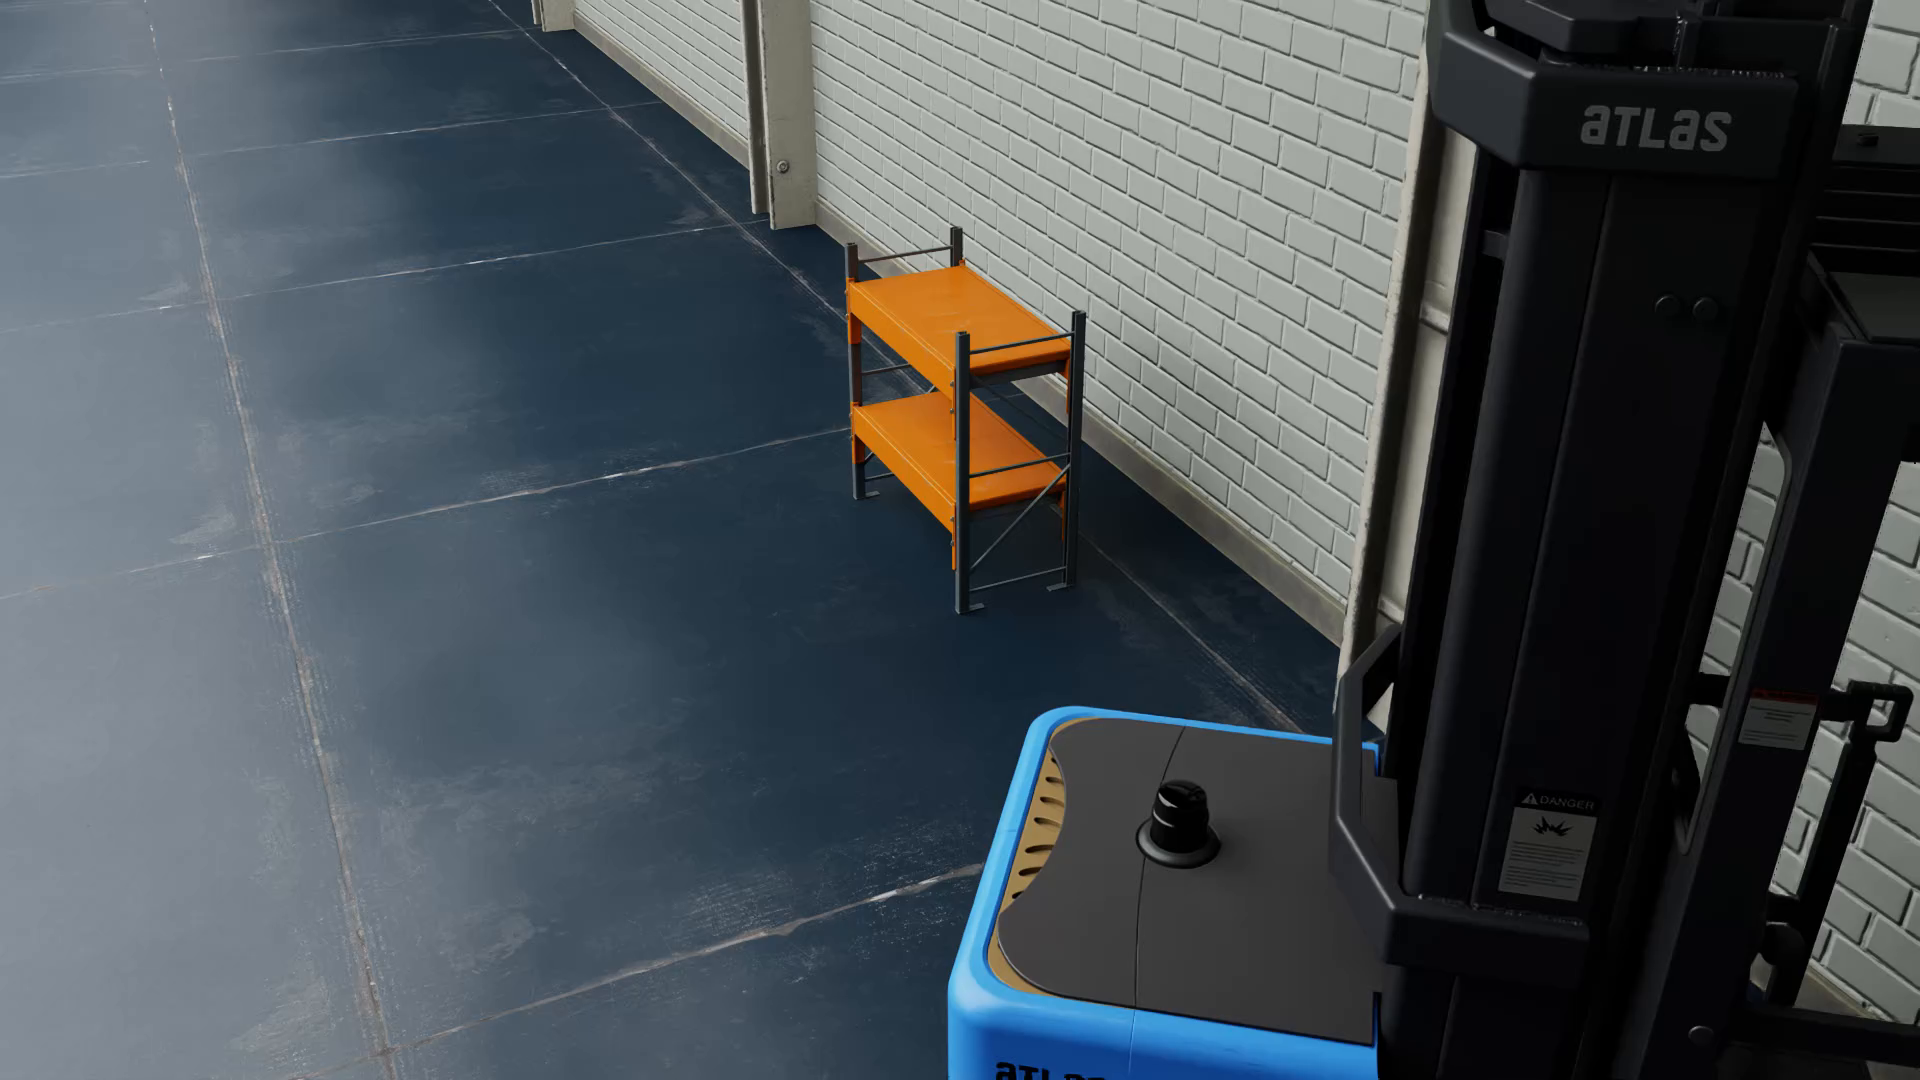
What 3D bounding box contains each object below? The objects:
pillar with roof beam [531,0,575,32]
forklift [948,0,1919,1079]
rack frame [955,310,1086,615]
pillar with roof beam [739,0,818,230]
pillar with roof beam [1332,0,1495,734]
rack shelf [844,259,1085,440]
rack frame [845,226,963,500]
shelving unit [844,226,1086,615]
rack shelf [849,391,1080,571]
[{"bbox_3d":[-7.545,-7.678,11.241,9.100,9.000,0.400,-13,32,-22],"label":"pillar with roof beam"},{"bbox_3d":[1.535,0.419,3.006,3.031,2.935,1.130,6,30,11],"label":"forklift"},{"bbox_3d":[0.215,-0.269,6.080,0.500,1.125,0.032,-13,32,-22],"label":"rack frame"},{"bbox_3d":[-4.969,-5.027,6.515,9.100,9.000,0.400,-13,32,-22],"label":"pillar with roof beam"},{"bbox_3d":[-2.393,-2.377,1.788,9.100,9.000,0.400,-13,32,-22],"label":"pillar with roof beam"},{"bbox_3d":[-0.003,-0.749,6.337,0.538,0.278,1.000,-13,32,-22],"label":"rack shelf"},{"bbox_3d":[-0.221,-0.718,6.881,0.500,1.125,0.032,-13,32,-22],"label":"rack frame"},{"bbox_3d":[-0.003,-0.494,6.480,0.538,1.125,1.048,-13,32,-22],"label":"shelving unit"},{"bbox_3d":[-0.003,-0.280,6.600,0.538,0.278,1.000,-13,32,-22],"label":"rack shelf"}]
